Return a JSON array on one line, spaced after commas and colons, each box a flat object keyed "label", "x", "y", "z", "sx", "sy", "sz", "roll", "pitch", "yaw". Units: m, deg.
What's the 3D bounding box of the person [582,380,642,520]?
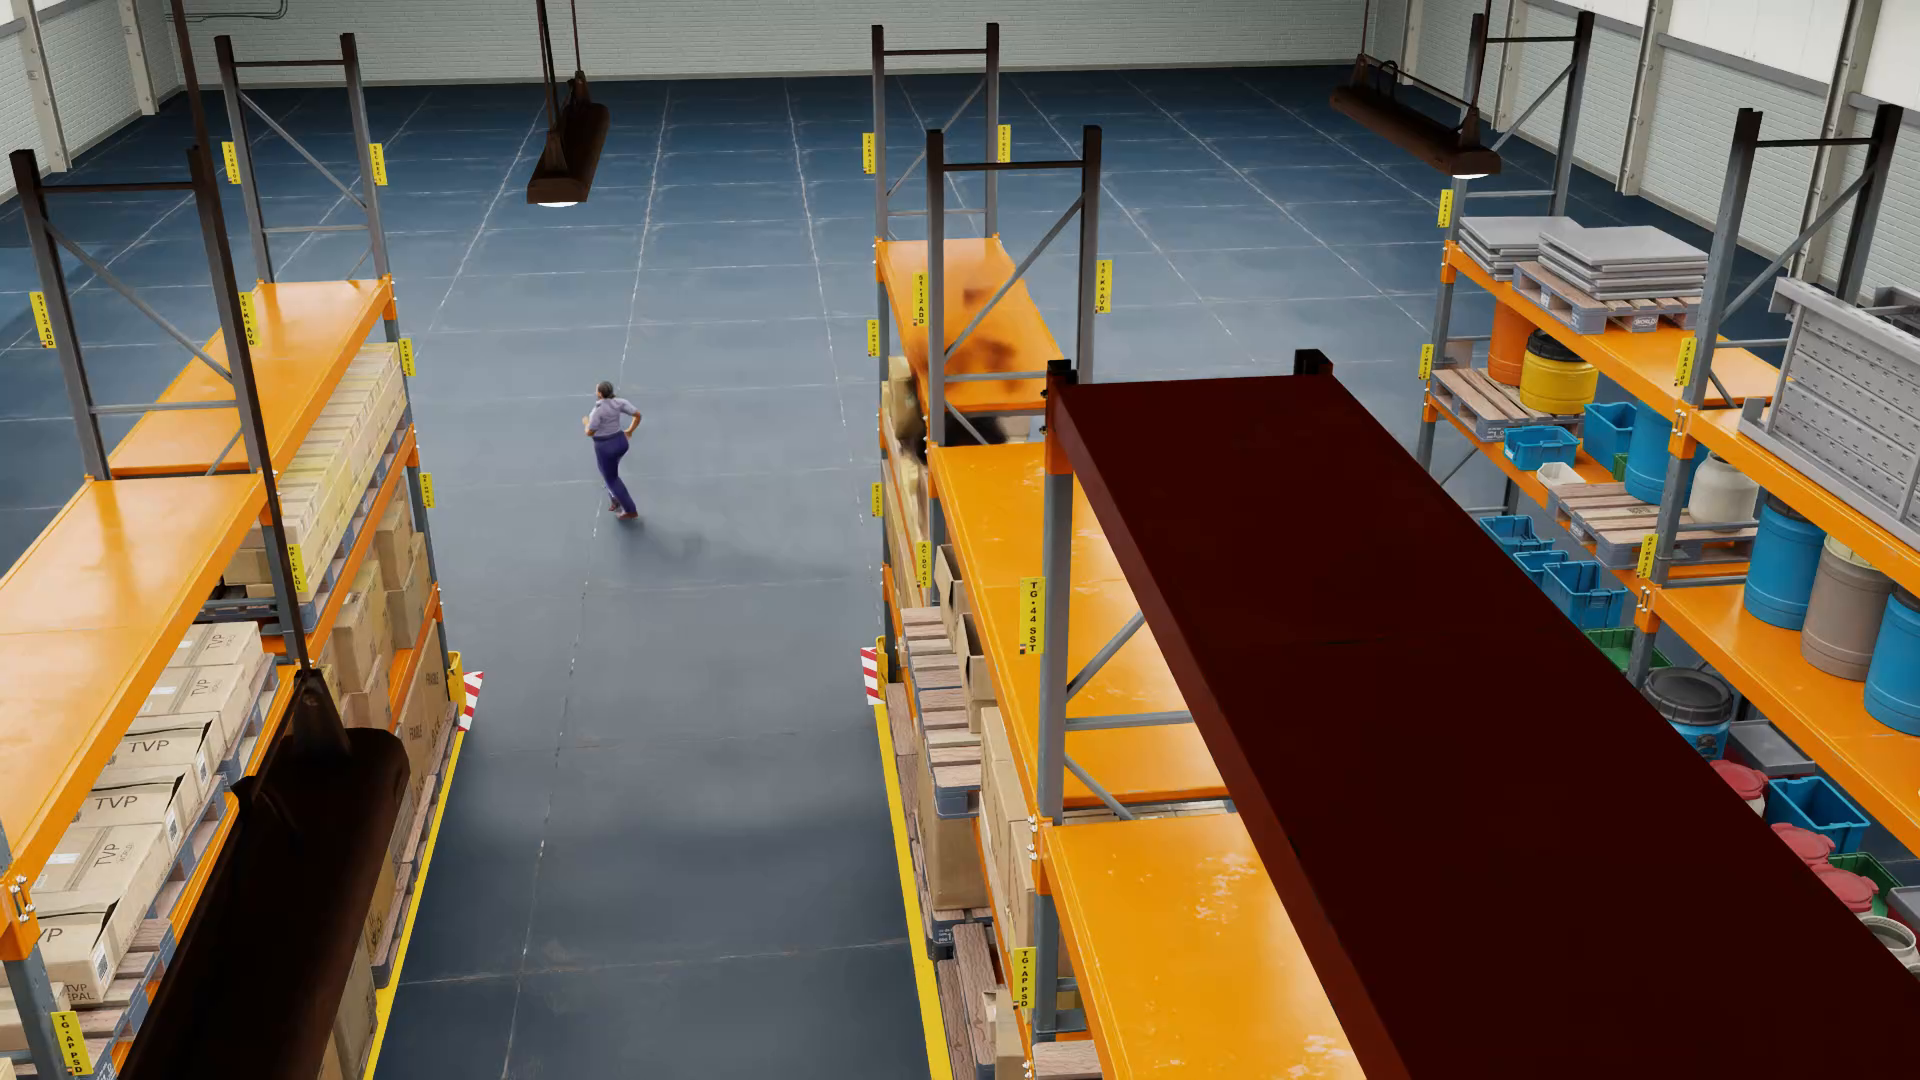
[{"label": "person", "x": -3.935, "y": -0.971, "z": 18.761, "sx": 0.719, "sy": 1.606, "sz": 0.577, "roll": 13, "pitch": 28, "yaw": 25}]
